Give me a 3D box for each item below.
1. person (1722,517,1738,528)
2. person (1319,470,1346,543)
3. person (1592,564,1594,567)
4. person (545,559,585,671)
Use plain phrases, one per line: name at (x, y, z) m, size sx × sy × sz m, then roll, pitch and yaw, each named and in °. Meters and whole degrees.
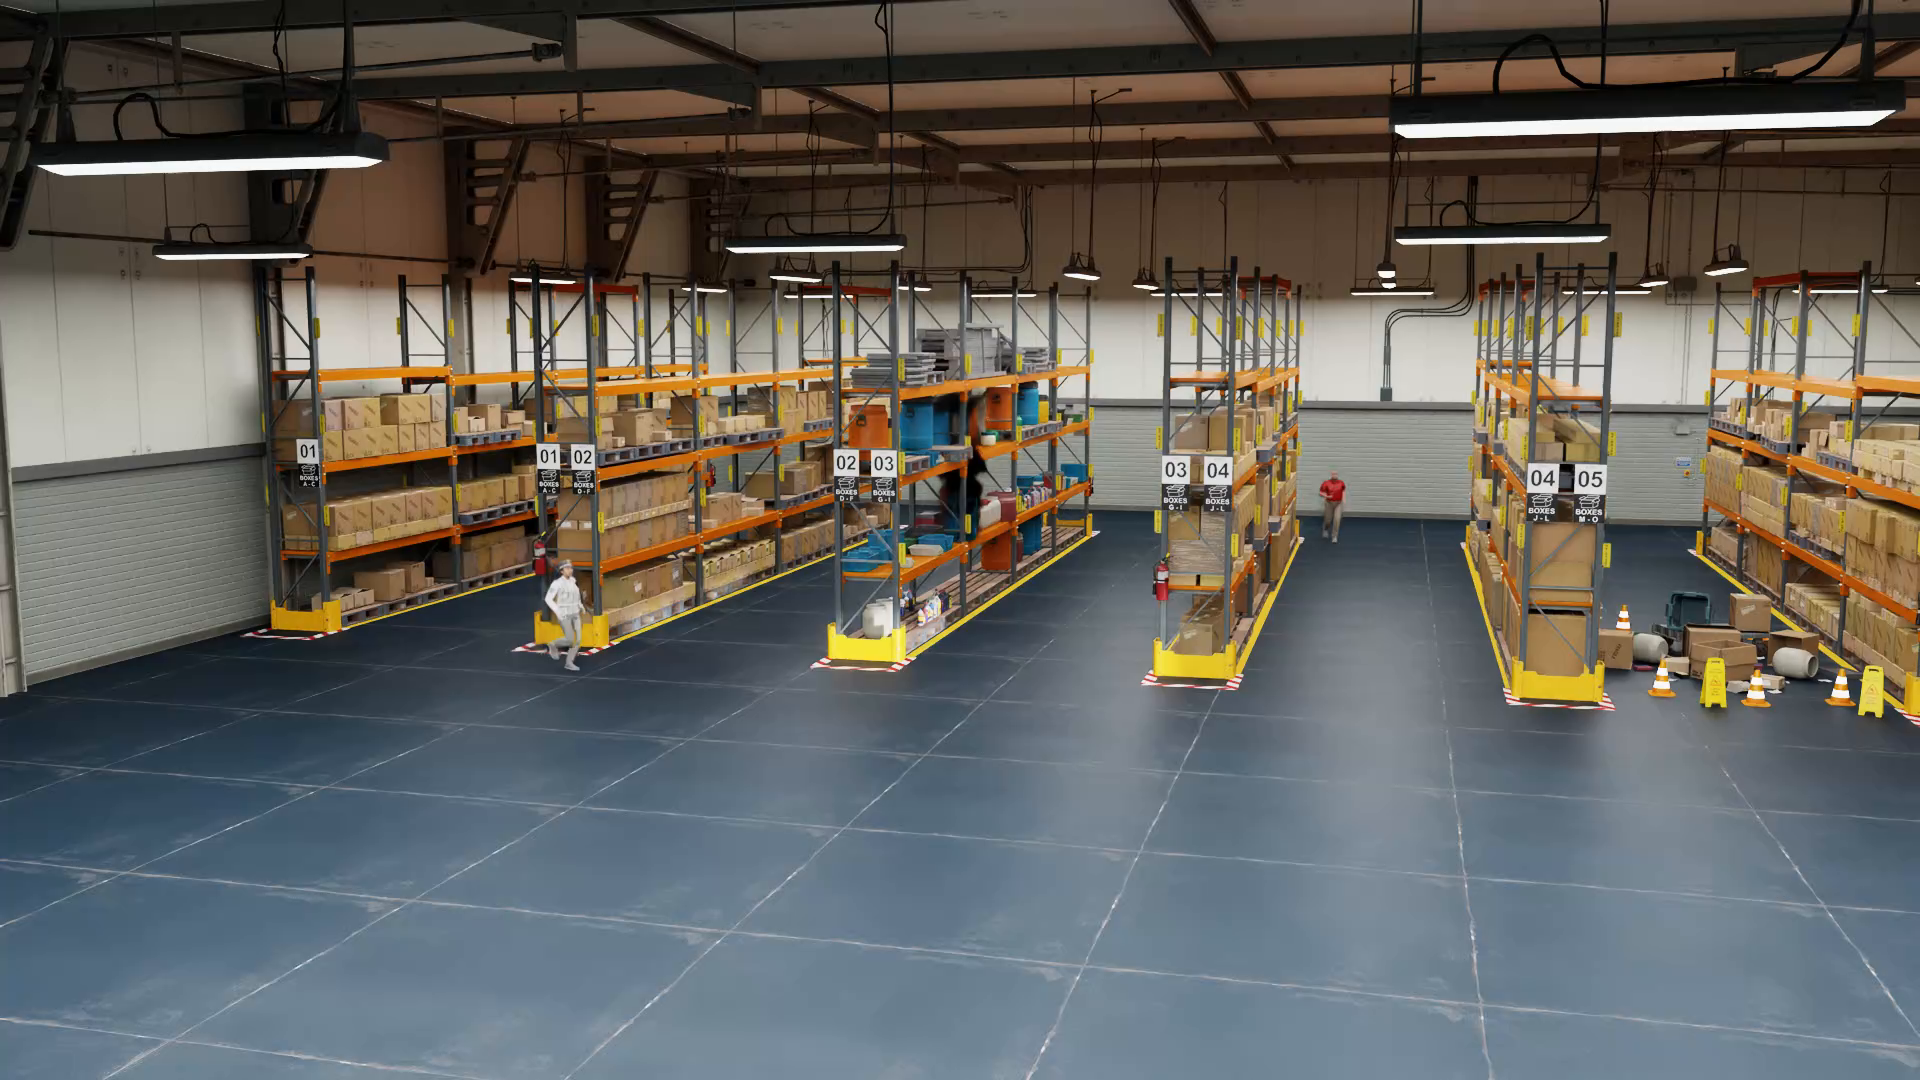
person at (17.641, -0.636, 37.897) m, size 0.670 × 1.683 × 0.626 m, roll -7°, pitch 10°, yaw -44°
person at (8.773, -0.807, 39.130) m, size 0.667 × 1.696 × 0.820 m, roll 0°, pitch 7°, yaw 0°
person at (12.913, -0.148, 34.227) m, size 0.588 × 1.676 × 0.682 m, roll 1°, pitch 7°, yaw 9°
person at (-5.808, 1.092, 24.505) m, size 0.553 × 1.659 × 0.620 m, roll 5°, pitch 9°, yaw 35°
